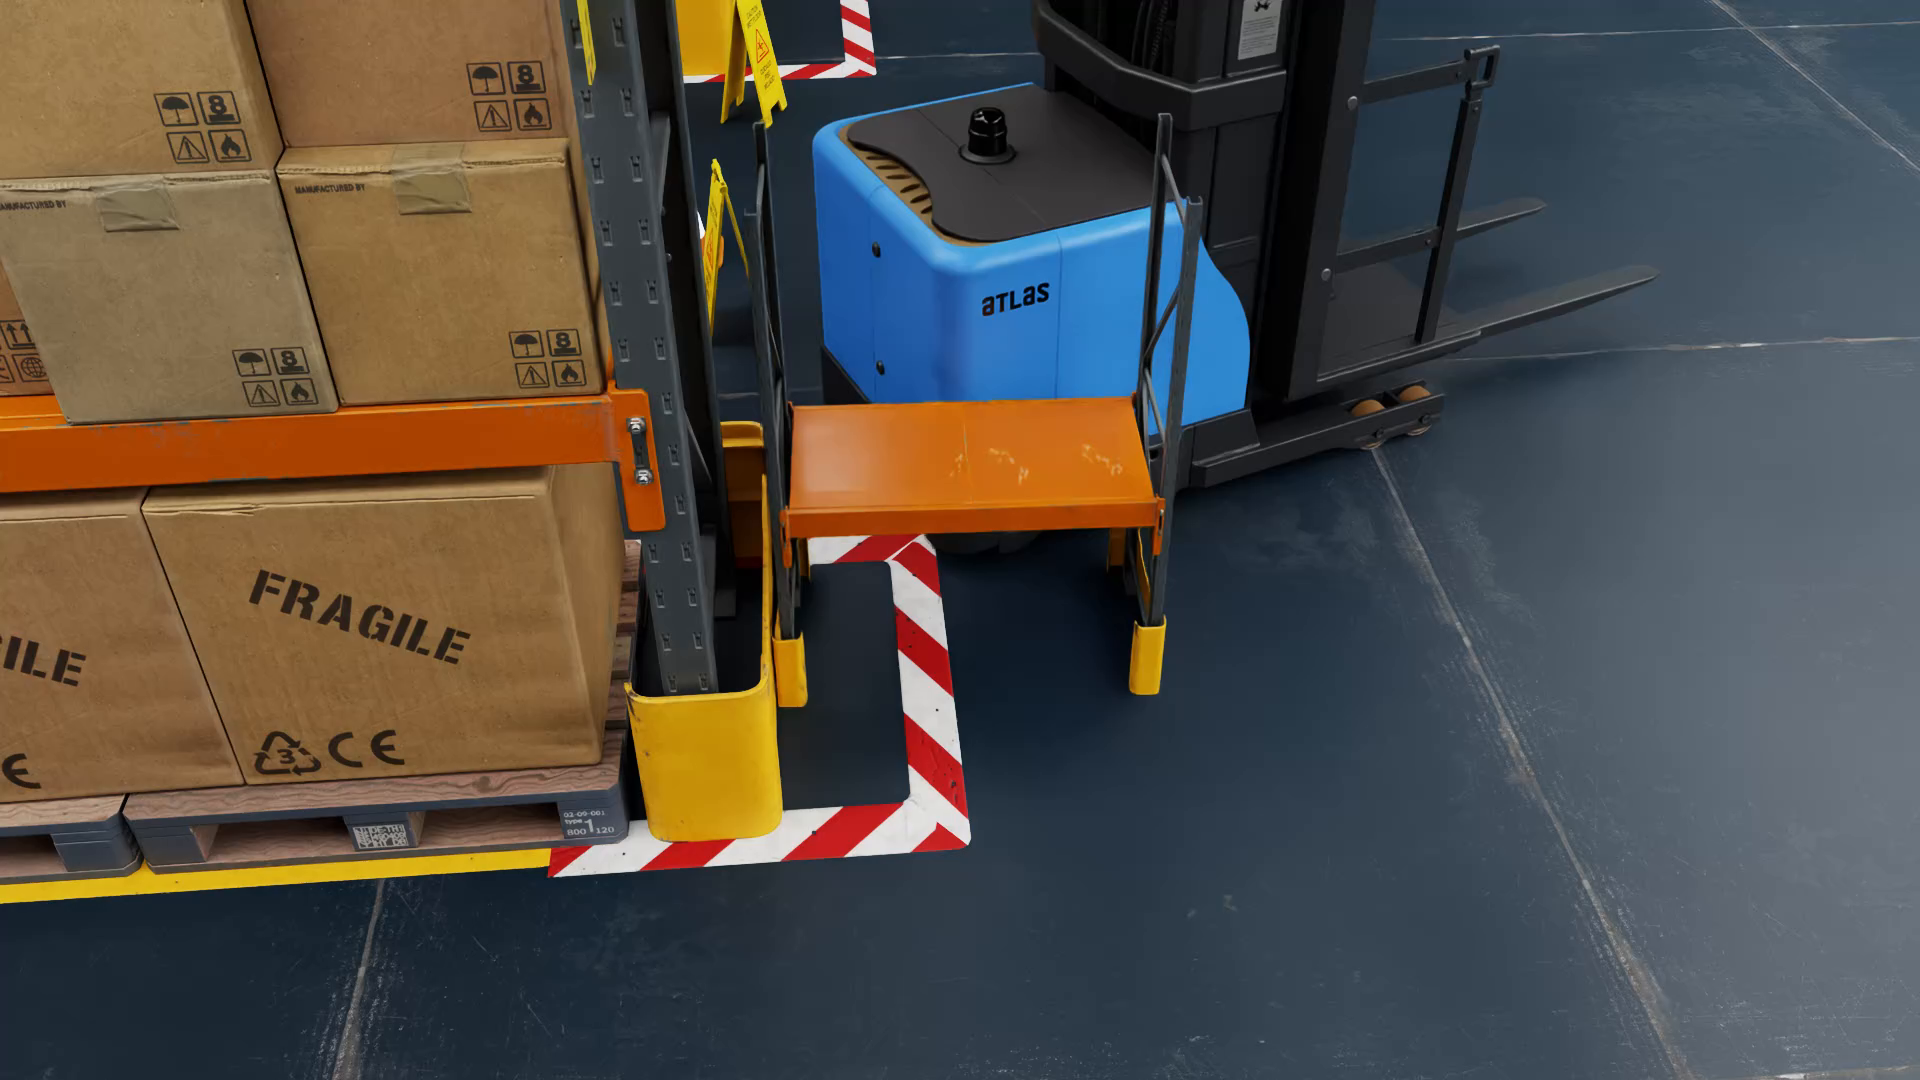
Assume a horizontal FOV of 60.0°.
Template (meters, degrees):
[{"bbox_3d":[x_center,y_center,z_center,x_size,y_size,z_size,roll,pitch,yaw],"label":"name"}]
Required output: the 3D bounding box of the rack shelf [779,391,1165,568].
[{"bbox_3d":[0.020,-0.175,4.551,1.000,0.185,0.538,-2,38,-2],"label":"rack shelf"}]

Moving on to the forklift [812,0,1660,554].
[{"bbox_3d":[1.082,-1.733,5.080,3.031,2.935,1.130,-17,41,-20],"label":"forklift"}]

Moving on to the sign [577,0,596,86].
[{"bbox_3d":[-0.672,-0.978,2.942,0.005,0.325,0.100,-3,38,-4],"label":"sign"}]

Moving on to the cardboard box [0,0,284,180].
[{"bbox_3d":[-1.619,-1.166,3.313,0.550,0.550,0.875,-3,38,-4],"label":"cardboard box"}]

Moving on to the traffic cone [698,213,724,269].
[{"bbox_3d":[-1.122,-1.333,6.566,0.334,0.463,0.336,-3,38,-4],"label":"traffic cone"}]

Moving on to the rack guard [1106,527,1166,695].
[{"bbox_3d":[0.508,0.158,4.847,0.087,0.250,0.587,-2,38,-2],"label":"rack guard"}]

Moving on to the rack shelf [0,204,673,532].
[{"bbox_3d":[-2.698,-0.374,3.883,4.000,0.370,1.077,-3,38,-4],"label":"rack shelf"}]

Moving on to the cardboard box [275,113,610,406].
[{"bbox_3d":[-1.072,-0.777,3.692,0.550,0.550,0.875,-3,38,-4],"label":"cardboard box"}]

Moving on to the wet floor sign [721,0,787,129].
[{"bbox_3d":[-0.961,-2.241,7.569,0.232,0.644,0.267,9,39,12],"label":"wet floor sign"}]

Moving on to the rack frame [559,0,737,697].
[{"bbox_3d":[-0.706,-0.766,3.800,0.127,3.000,1.000,-3,38,-4],"label":"rack frame"}]

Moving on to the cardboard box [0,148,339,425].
[{"bbox_3d":[-1.618,-0.733,3.637,0.550,0.550,0.875,-3,38,-4],"label":"cardboard box"}]

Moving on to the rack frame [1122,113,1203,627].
[{"bbox_3d":[0.528,-0.333,4.461,0.032,1.500,0.500,-2,38,-2],"label":"rack frame"}]

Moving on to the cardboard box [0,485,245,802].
[{"bbox_3d":[-2.252,0.031,4.166,0.875,0.875,0.875,-4,38,-5],"label":"cardboard box"}]

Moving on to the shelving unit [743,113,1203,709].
[{"bbox_3d":[0.011,-0.316,4.439,1.083,1.500,0.587,-2,38,-2],"label":"shelving unit"}]

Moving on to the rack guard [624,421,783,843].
[{"bbox_3d":[-0.682,0.214,4.576,0.348,0.500,1.175,-3,38,-4],"label":"rack guard"}]

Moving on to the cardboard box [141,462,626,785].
[{"bbox_3d":[-1.376,-0.019,4.229,0.875,0.875,0.875,-3,38,-4],"label":"cardboard box"}]

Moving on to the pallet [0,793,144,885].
[{"bbox_3d":[-2.708,0.486,4.464,1.213,0.211,1.003,-3,38,-4],"label":"pallet"}]

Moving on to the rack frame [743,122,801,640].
[{"bbox_3d":[-0.487,-0.299,4.418,0.032,1.500,0.500,-2,38,-2],"label":"rack frame"}]

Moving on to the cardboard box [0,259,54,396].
[{"bbox_3d":[-2.186,-0.780,3.696,0.550,0.550,0.875,-3,38,-4],"label":"cardboard box"}]

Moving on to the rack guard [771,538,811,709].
[{"bbox_3d":[-0.486,0.191,4.806,0.087,0.250,0.587,-2,38,-2],"label":"rack guard"}]

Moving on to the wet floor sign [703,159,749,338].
[{"bbox_3d":[-0.853,-1.065,6.079,0.232,0.644,0.267,-9,39,-12],"label":"wet floor sign"}]

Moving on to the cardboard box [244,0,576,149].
[{"bbox_3d":[-1.079,-1.253,3.423,0.550,0.550,0.875,-3,38,-4],"label":"cardboard box"}]

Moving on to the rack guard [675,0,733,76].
[{"bbox_3d":[-1.321,-2.829,8.432,0.348,0.500,1.175,-3,38,-4],"label":"rack guard"}]

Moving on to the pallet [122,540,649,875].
[{"bbox_3d":[-1.496,0.421,4.547,1.213,0.211,1.003,-3,38,-4],"label":"pallet"}]
